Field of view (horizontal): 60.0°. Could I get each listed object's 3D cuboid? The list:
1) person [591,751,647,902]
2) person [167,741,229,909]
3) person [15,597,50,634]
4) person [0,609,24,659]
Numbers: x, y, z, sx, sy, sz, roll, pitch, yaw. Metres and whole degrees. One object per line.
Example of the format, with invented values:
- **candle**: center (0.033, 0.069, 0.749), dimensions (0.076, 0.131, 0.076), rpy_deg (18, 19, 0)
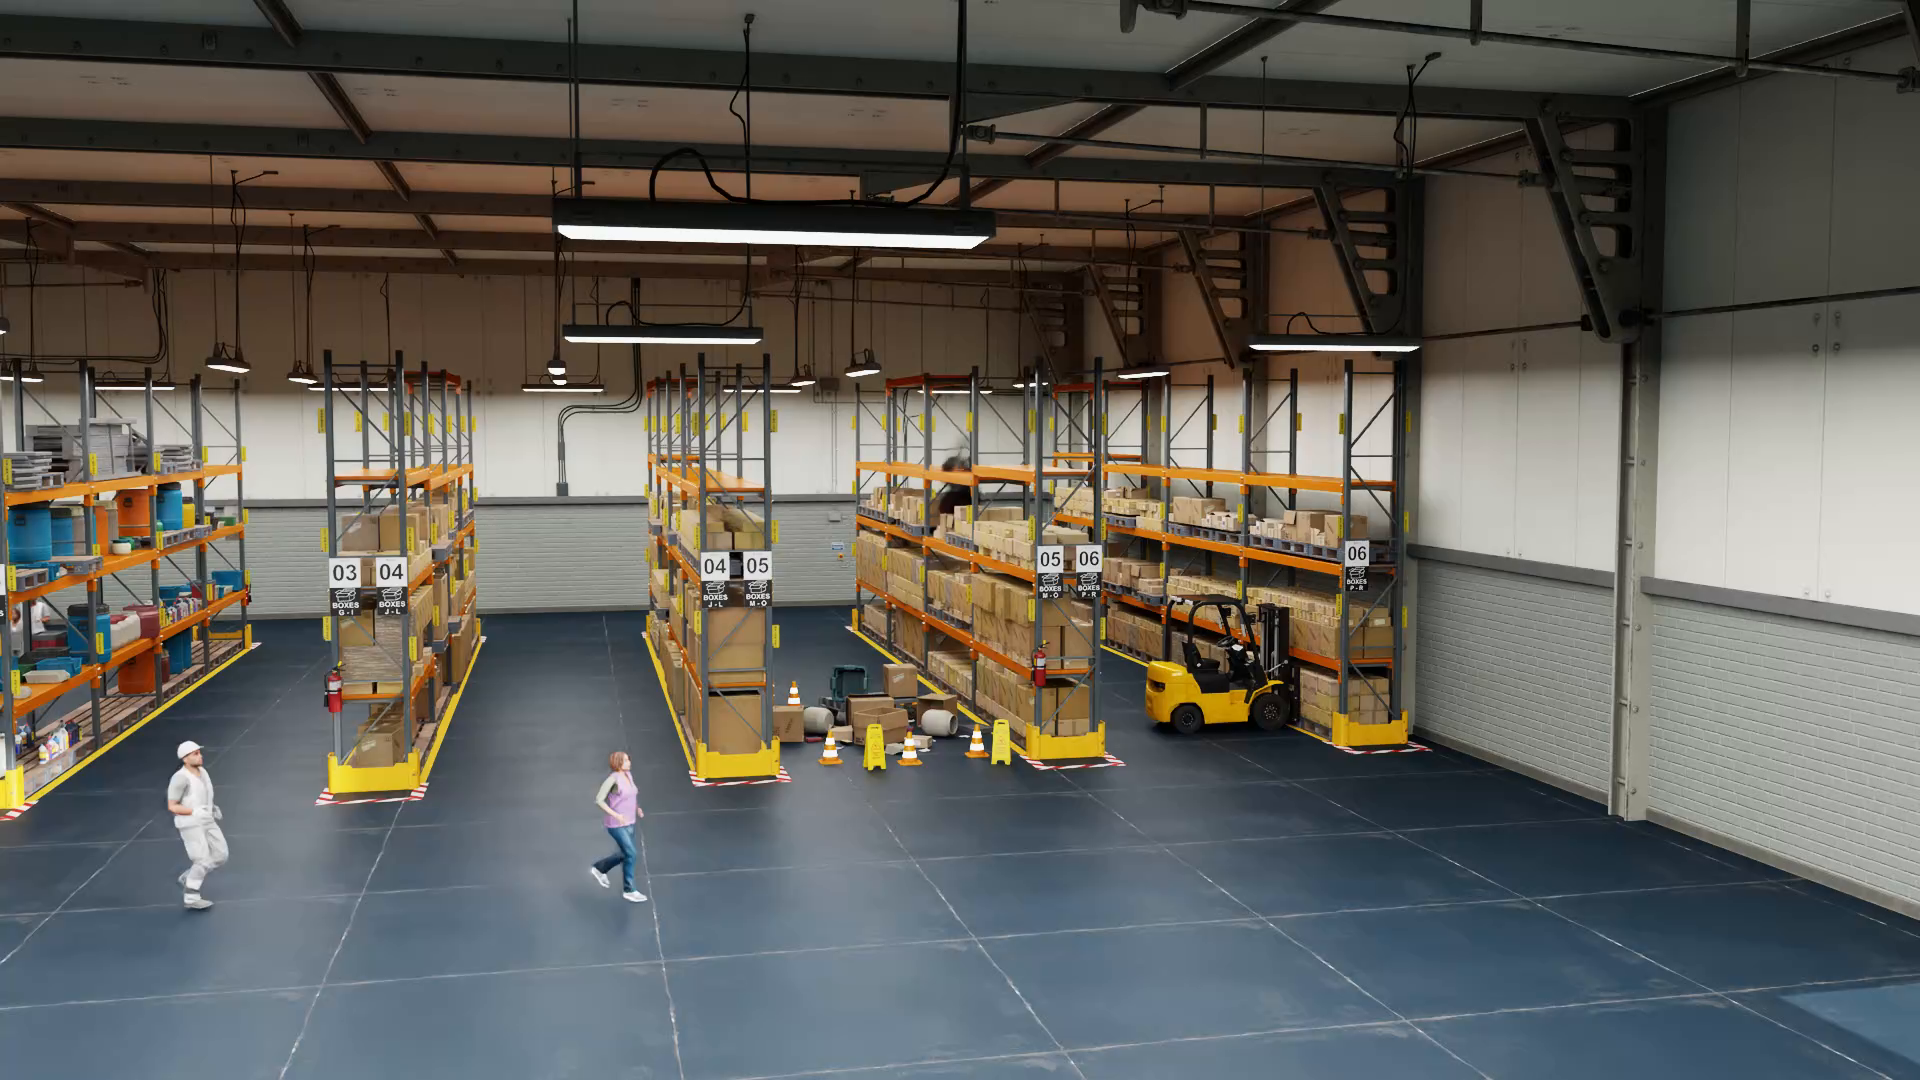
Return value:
- **person**: center (-3.622, 3.002, 17.510), dimensions (0.675, 1.589, 0.550), rpy_deg (1, 4, 17)
- **person**: center (-7.842, 2.934, 17.146), dimensions (0.594, 1.740, 0.649), rpy_deg (1, 4, 9)
- **person**: center (-18.184, 1.849, 32.579), dimensions (0.655, 1.803, 0.721), rpy_deg (-2, 5, -31)
- **person**: center (-17.744, 2.061, 31.239), dimensions (0.538, 1.557, 0.549), rpy_deg (-2, 5, -30)
